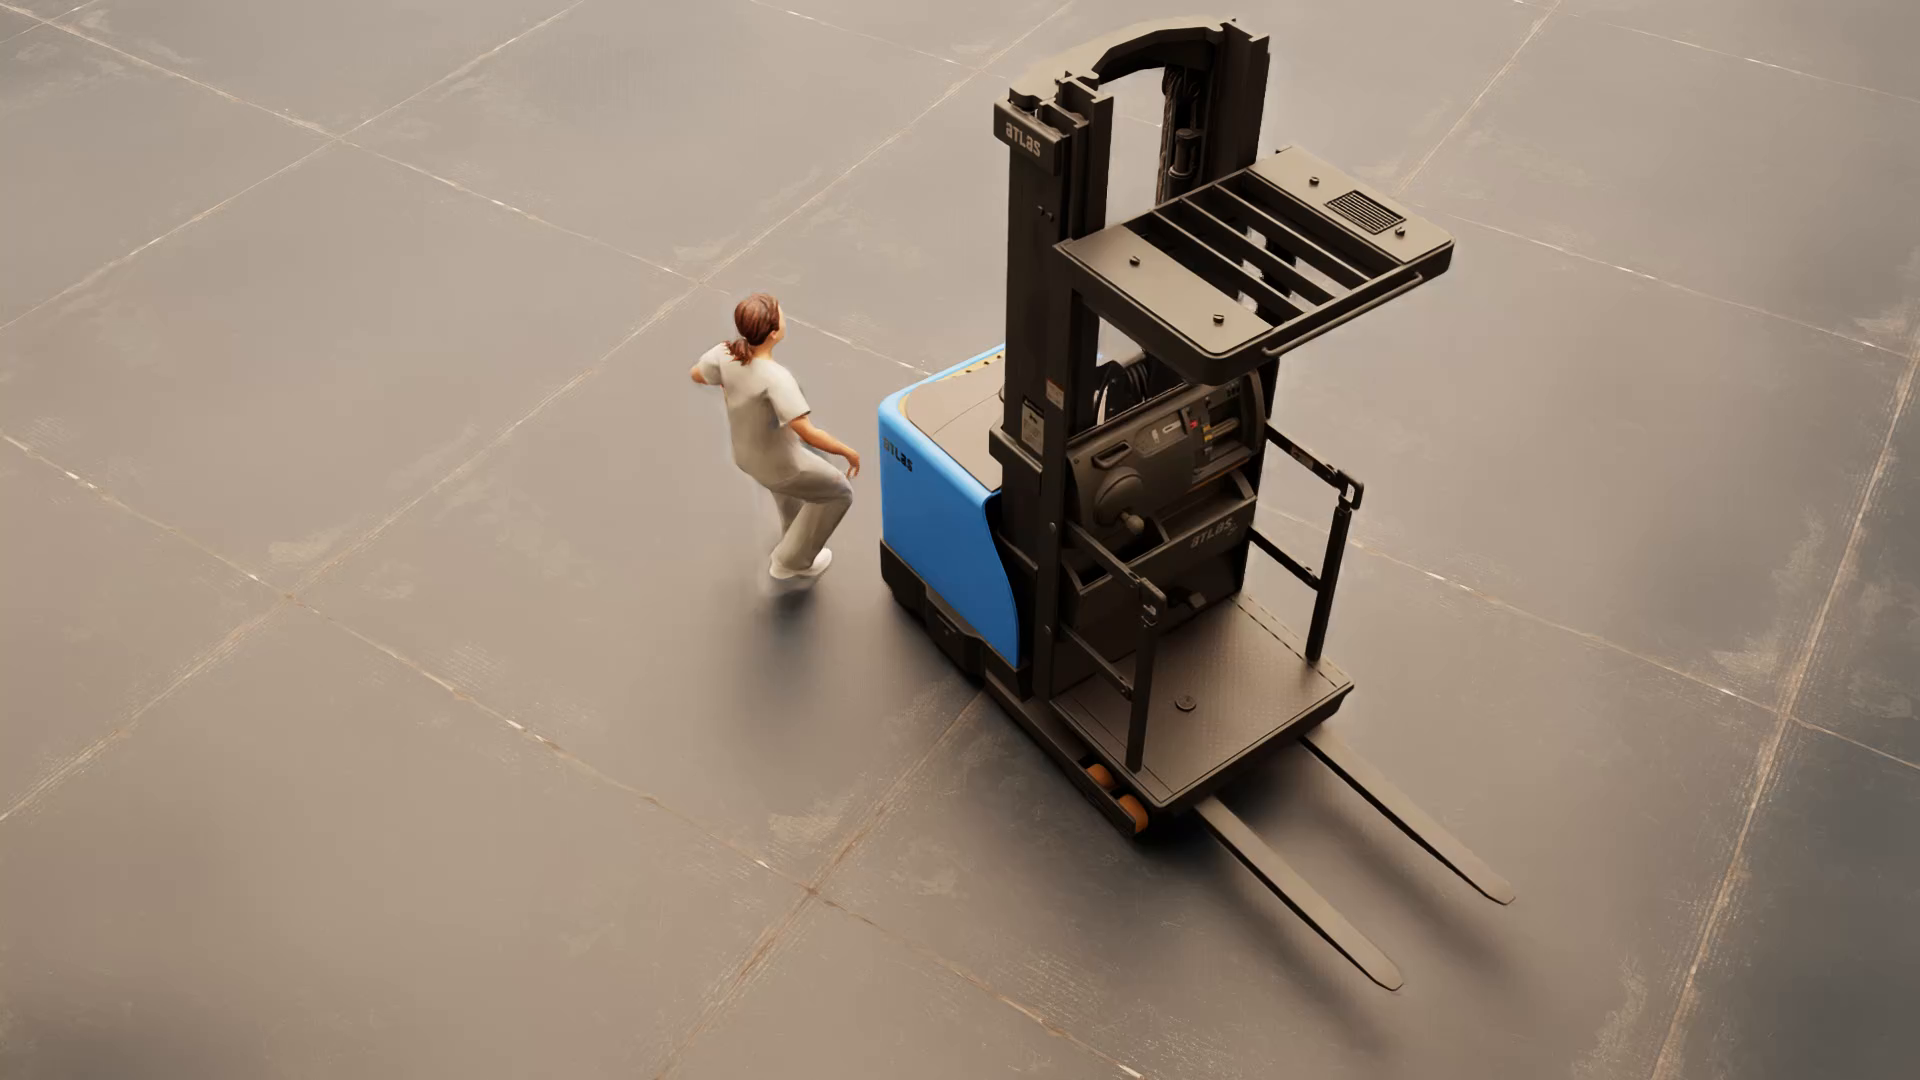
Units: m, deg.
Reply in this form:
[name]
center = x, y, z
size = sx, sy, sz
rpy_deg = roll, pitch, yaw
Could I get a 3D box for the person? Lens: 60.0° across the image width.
[person]
center = -0.718, -0.460, 7.323
size = 0.629, 1.598, 0.851
rpy_deg = -32, 52, -29

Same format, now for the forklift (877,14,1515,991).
[forklift]
center = 0.915, -0.259, 6.121
size = 1.130, 2.935, 3.031
rpy_deg = -27, 50, -26
